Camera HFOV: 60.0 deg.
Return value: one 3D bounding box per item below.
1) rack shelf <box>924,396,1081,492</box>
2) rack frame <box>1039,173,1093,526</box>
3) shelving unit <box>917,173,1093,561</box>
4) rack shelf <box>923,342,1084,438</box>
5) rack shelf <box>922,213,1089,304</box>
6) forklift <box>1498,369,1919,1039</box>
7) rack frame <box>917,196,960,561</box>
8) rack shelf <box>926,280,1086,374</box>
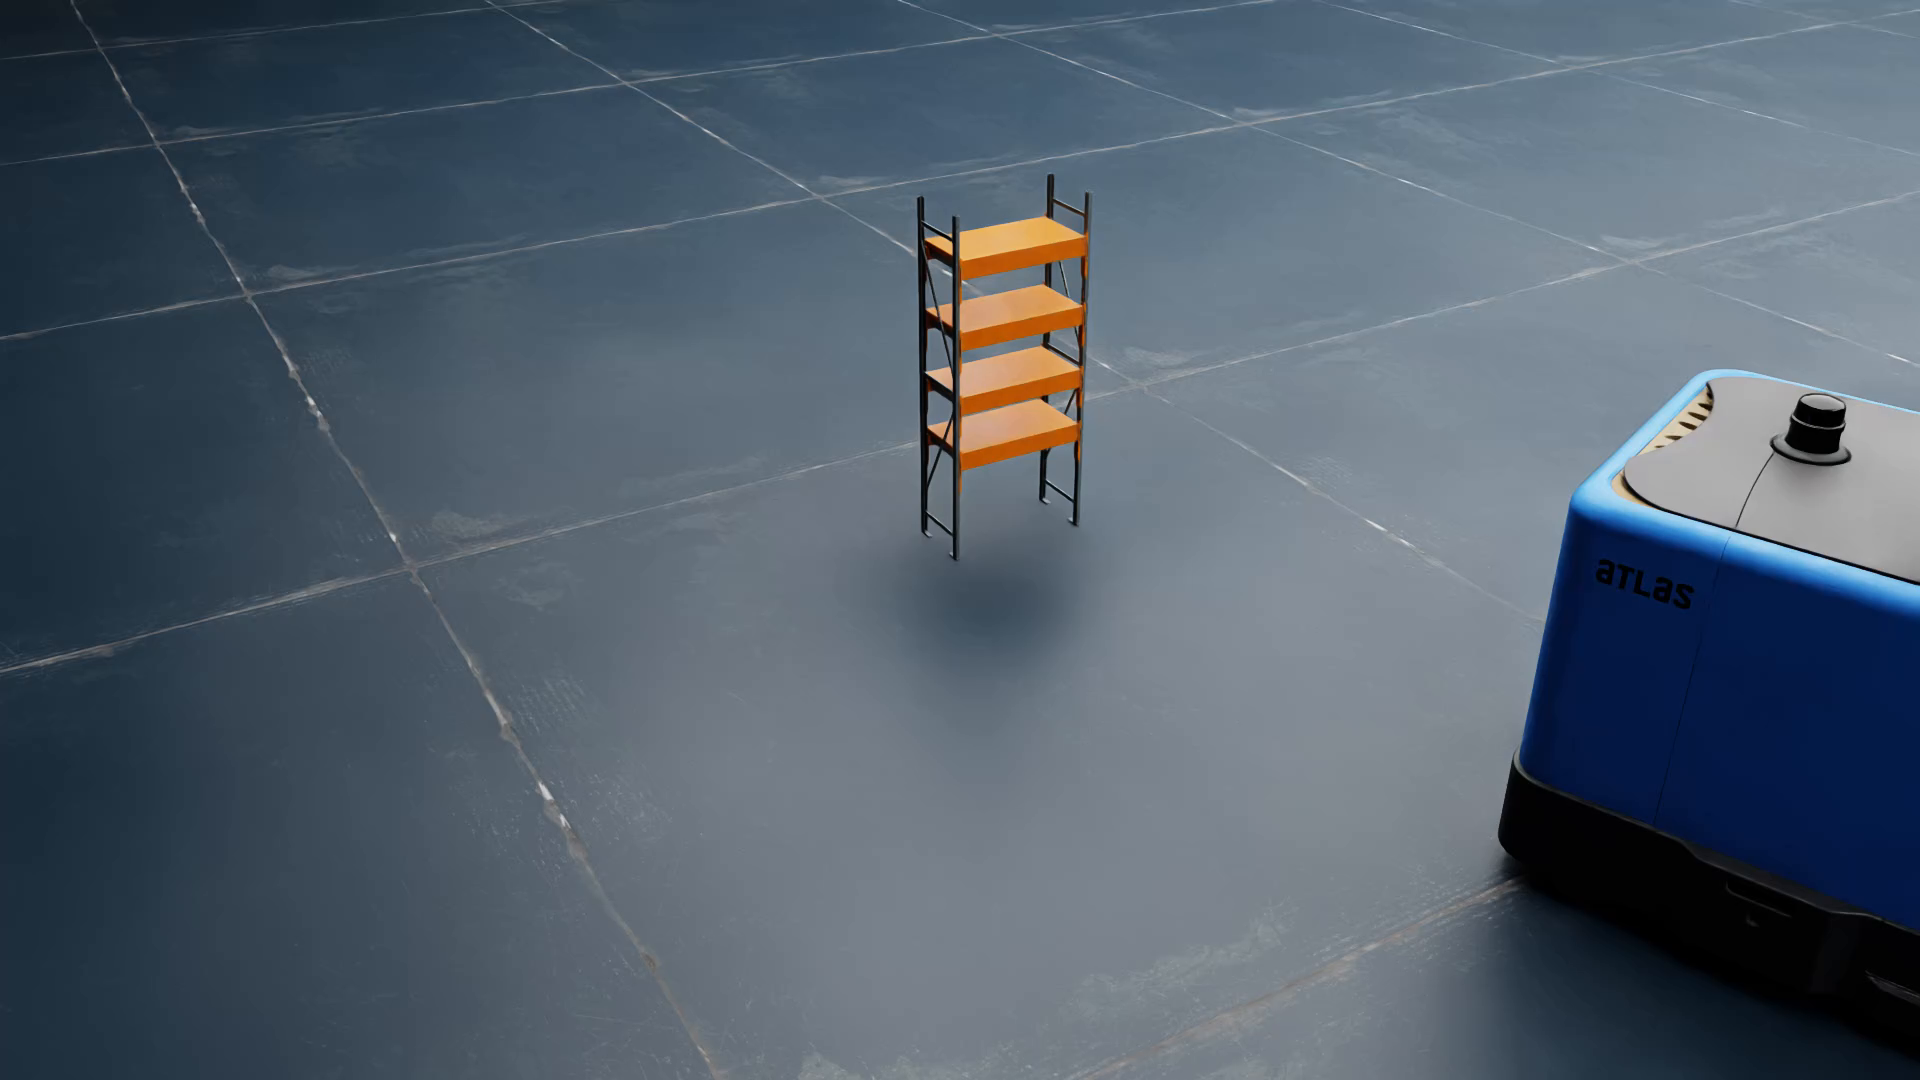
[{"bbox_3d":[0.143,-0.333,5.662,0.480,0.148,0.258,-16,33,-26],"label":"rack shelf"},{"bbox_3d":[0.353,-0.626,5.642,0.015,1.200,0.240,-16,33,-26],"label":"rack frame"},{"bbox_3d":[0.143,-0.566,5.534,0.503,1.200,0.258,-16,33,-26],"label":"shelving unit"},{"bbox_3d":[0.143,-0.507,5.566,0.480,0.148,0.258,-16,33,-26],"label":"rack shelf"},{"bbox_3d":[0.143,-0.910,5.344,0.480,0.148,0.258,-16,33,-26],"label":"rack shelf"},{"bbox_3d":[2.833,-0.186,3.054,3.031,2.935,1.130,21,35,33],"label":"forklift"},{"bbox_3d":[-0.068,-0.506,5.425,0.015,1.200,0.240,-16,33,-26],"label":"rack frame"},{"bbox_3d":[0.143,-0.703,5.458,0.480,0.148,0.258,-16,33,-26],"label":"rack shelf"}]
